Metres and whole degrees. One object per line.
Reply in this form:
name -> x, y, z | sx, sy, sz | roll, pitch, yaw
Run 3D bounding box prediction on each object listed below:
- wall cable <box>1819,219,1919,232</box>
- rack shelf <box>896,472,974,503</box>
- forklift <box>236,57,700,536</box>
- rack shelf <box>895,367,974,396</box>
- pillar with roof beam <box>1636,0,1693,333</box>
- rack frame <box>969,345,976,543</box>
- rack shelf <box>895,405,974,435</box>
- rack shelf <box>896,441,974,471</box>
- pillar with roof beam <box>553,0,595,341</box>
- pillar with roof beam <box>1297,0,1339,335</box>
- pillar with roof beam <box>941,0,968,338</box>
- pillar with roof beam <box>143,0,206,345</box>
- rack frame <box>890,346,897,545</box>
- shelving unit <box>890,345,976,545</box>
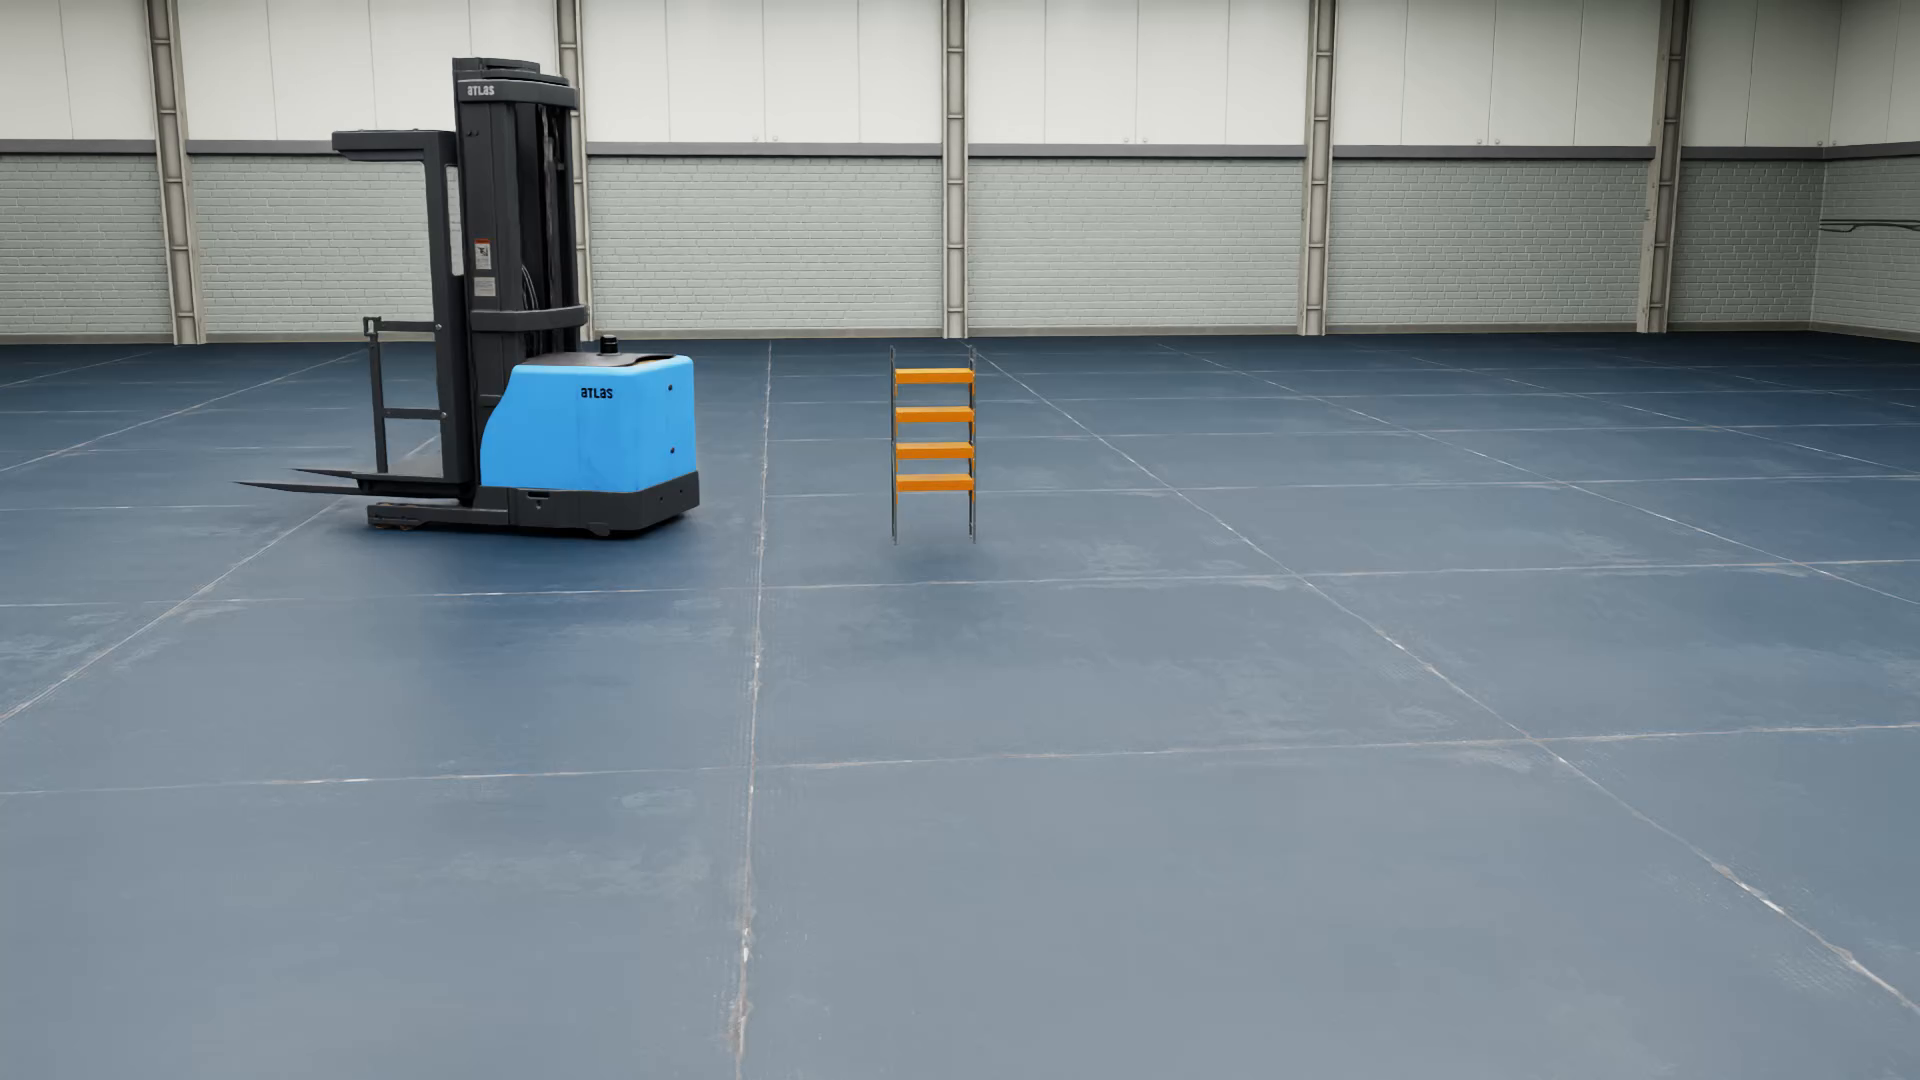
wall cable -> 14.916, -6.265, 26.960 | 0.112, 2.526, 3.097 | -1, 11, -6
rack shelf -> -0.165, -0.324, 10.286 | 0.480, 0.148, 0.258 | -1, 11, -6
forklift -> -3.326, -1.594, 10.877 | 3.031, 2.935, 1.130 | 3, 12, 15
rack shelf -> -0.165, -0.971, 10.159 | 0.480, 0.148, 0.258 | -1, 11, -6
pillar with roof beam -> 12.310, -7.156, 23.439 | 0.400, 9.000, 9.100 | -1, 11, -6
rack frame -> 0.078, -0.590, 10.261 | 0.015, 1.200, 0.240 | -1, 11, -6
rack shelf -> -0.165, -0.739, 10.205 | 0.480, 0.148, 0.258 | -1, 11, -6
rack shelf -> -0.165, -0.519, 10.248 | 0.480, 0.148, 0.258 | -1, 11, -6
pillar with roof beam -> -5.585, -6.781, 21.531 | 0.400, 9.000, 9.100 | -1, 11, -6
pillar with roof beam -> 6.345, -7.031, 22.803 | 0.400, 9.000, 9.100 | -1, 11, -6
pillar with roof beam -> 0.380, -6.906, 22.167 | 0.400, 9.000, 9.100 | -1, 11, -6
pillar with roof beam -> -11.550, -6.656, 20.895 | 0.400, 9.000, 9.100 | -1, 11, -6
rack frame -> -0.407, -0.580, 10.209 | 0.015, 1.200, 0.240 | -1, 11, -6
shelving unit -> -0.165, -0.585, 10.235 | 0.503, 1.200, 0.258 | -1, 11, -6
